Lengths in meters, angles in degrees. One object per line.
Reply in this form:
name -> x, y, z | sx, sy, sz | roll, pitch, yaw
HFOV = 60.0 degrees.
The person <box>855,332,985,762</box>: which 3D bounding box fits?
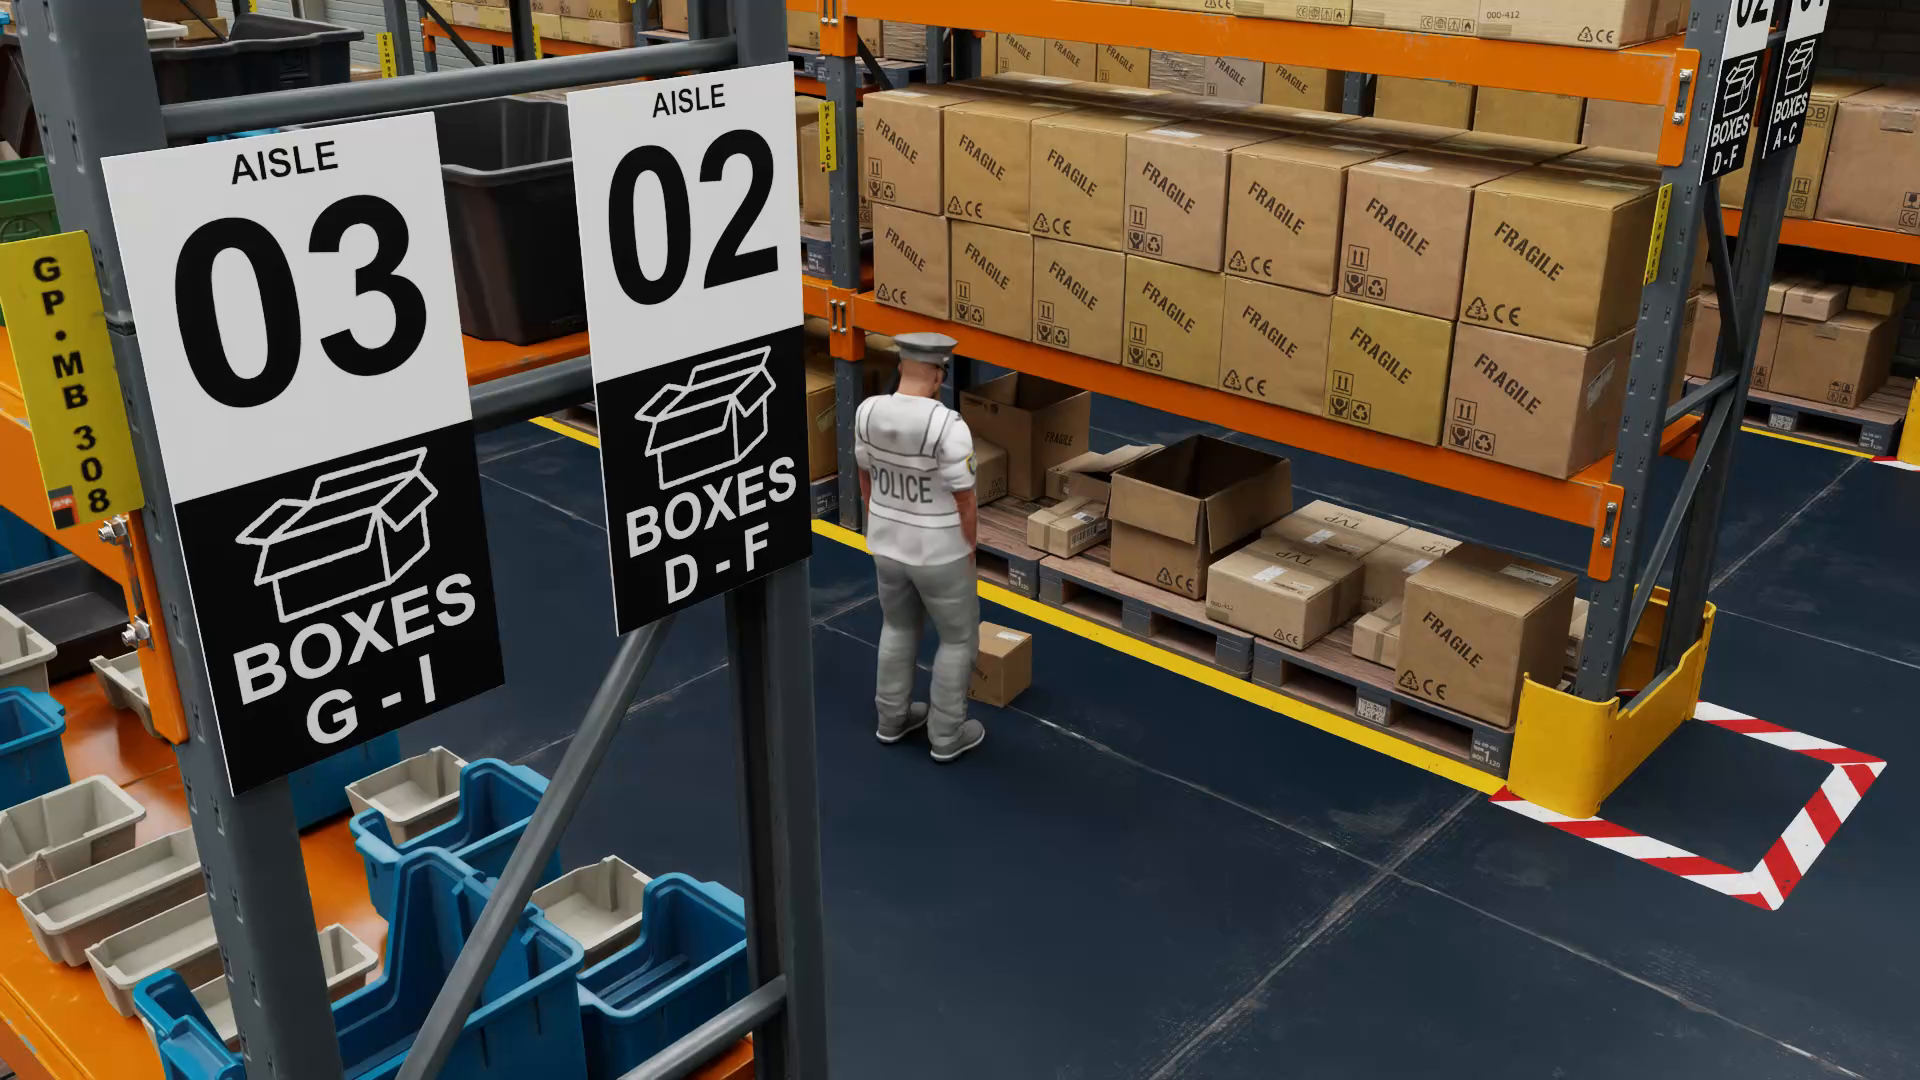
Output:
person -> -0.160, 0.034, 6.550 | 0.535, 1.734, 0.388 | 15, 28, 30
